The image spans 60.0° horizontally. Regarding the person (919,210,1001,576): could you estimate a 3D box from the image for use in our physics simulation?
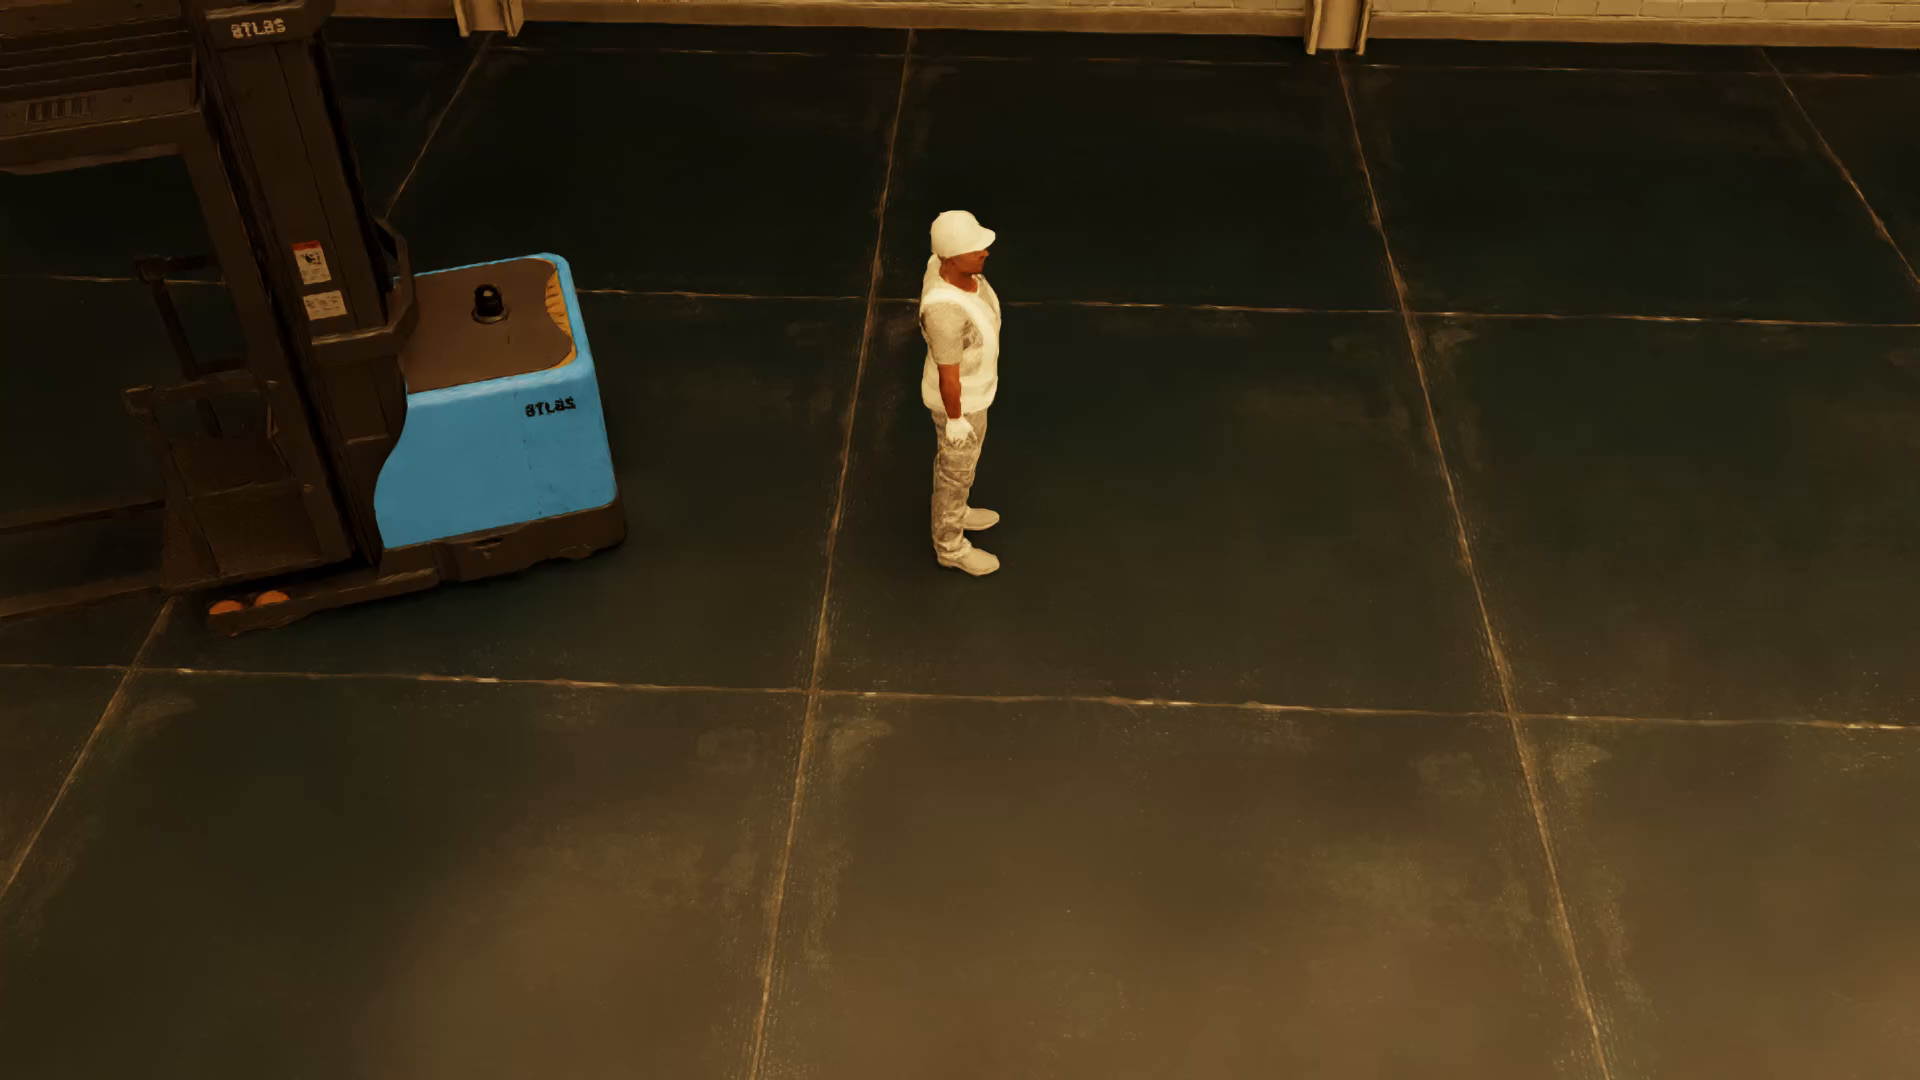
[{"bbox_3d":[0.013,-0.660,7.314,0.365,1.790,0.546,2,42,2],"label":"person"}]

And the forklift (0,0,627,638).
[{"bbox_3d":[-3.147,-1.050,6.892,3.031,2.935,1.130,-12,44,-13],"label":"forklift"}]
